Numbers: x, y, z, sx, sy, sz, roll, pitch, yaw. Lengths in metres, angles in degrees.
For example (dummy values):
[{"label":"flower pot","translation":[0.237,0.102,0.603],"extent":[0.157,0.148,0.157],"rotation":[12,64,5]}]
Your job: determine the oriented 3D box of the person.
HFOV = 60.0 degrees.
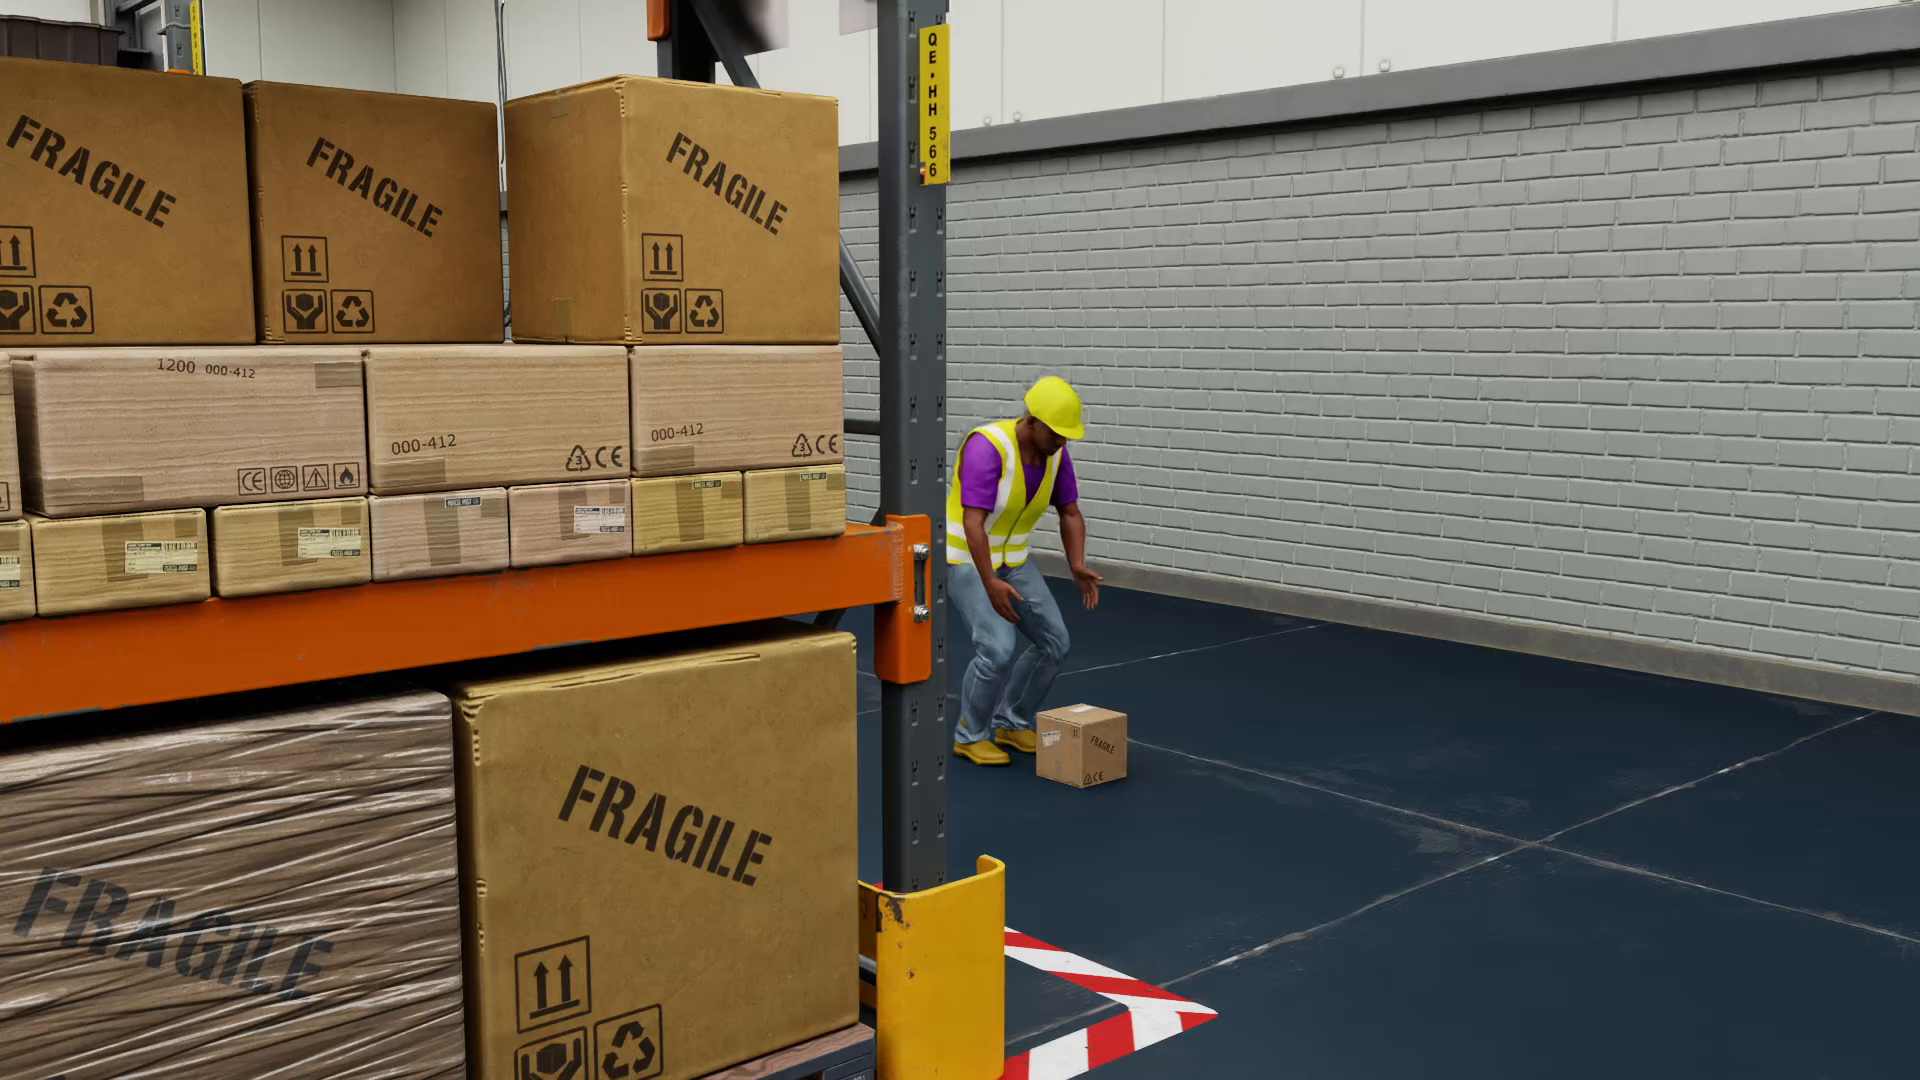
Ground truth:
[{"label":"person","translation":[0.223,0.110,6.708],"extent":[0.625,1.544,0.666],"rotation":[-6,10,-40]}]
